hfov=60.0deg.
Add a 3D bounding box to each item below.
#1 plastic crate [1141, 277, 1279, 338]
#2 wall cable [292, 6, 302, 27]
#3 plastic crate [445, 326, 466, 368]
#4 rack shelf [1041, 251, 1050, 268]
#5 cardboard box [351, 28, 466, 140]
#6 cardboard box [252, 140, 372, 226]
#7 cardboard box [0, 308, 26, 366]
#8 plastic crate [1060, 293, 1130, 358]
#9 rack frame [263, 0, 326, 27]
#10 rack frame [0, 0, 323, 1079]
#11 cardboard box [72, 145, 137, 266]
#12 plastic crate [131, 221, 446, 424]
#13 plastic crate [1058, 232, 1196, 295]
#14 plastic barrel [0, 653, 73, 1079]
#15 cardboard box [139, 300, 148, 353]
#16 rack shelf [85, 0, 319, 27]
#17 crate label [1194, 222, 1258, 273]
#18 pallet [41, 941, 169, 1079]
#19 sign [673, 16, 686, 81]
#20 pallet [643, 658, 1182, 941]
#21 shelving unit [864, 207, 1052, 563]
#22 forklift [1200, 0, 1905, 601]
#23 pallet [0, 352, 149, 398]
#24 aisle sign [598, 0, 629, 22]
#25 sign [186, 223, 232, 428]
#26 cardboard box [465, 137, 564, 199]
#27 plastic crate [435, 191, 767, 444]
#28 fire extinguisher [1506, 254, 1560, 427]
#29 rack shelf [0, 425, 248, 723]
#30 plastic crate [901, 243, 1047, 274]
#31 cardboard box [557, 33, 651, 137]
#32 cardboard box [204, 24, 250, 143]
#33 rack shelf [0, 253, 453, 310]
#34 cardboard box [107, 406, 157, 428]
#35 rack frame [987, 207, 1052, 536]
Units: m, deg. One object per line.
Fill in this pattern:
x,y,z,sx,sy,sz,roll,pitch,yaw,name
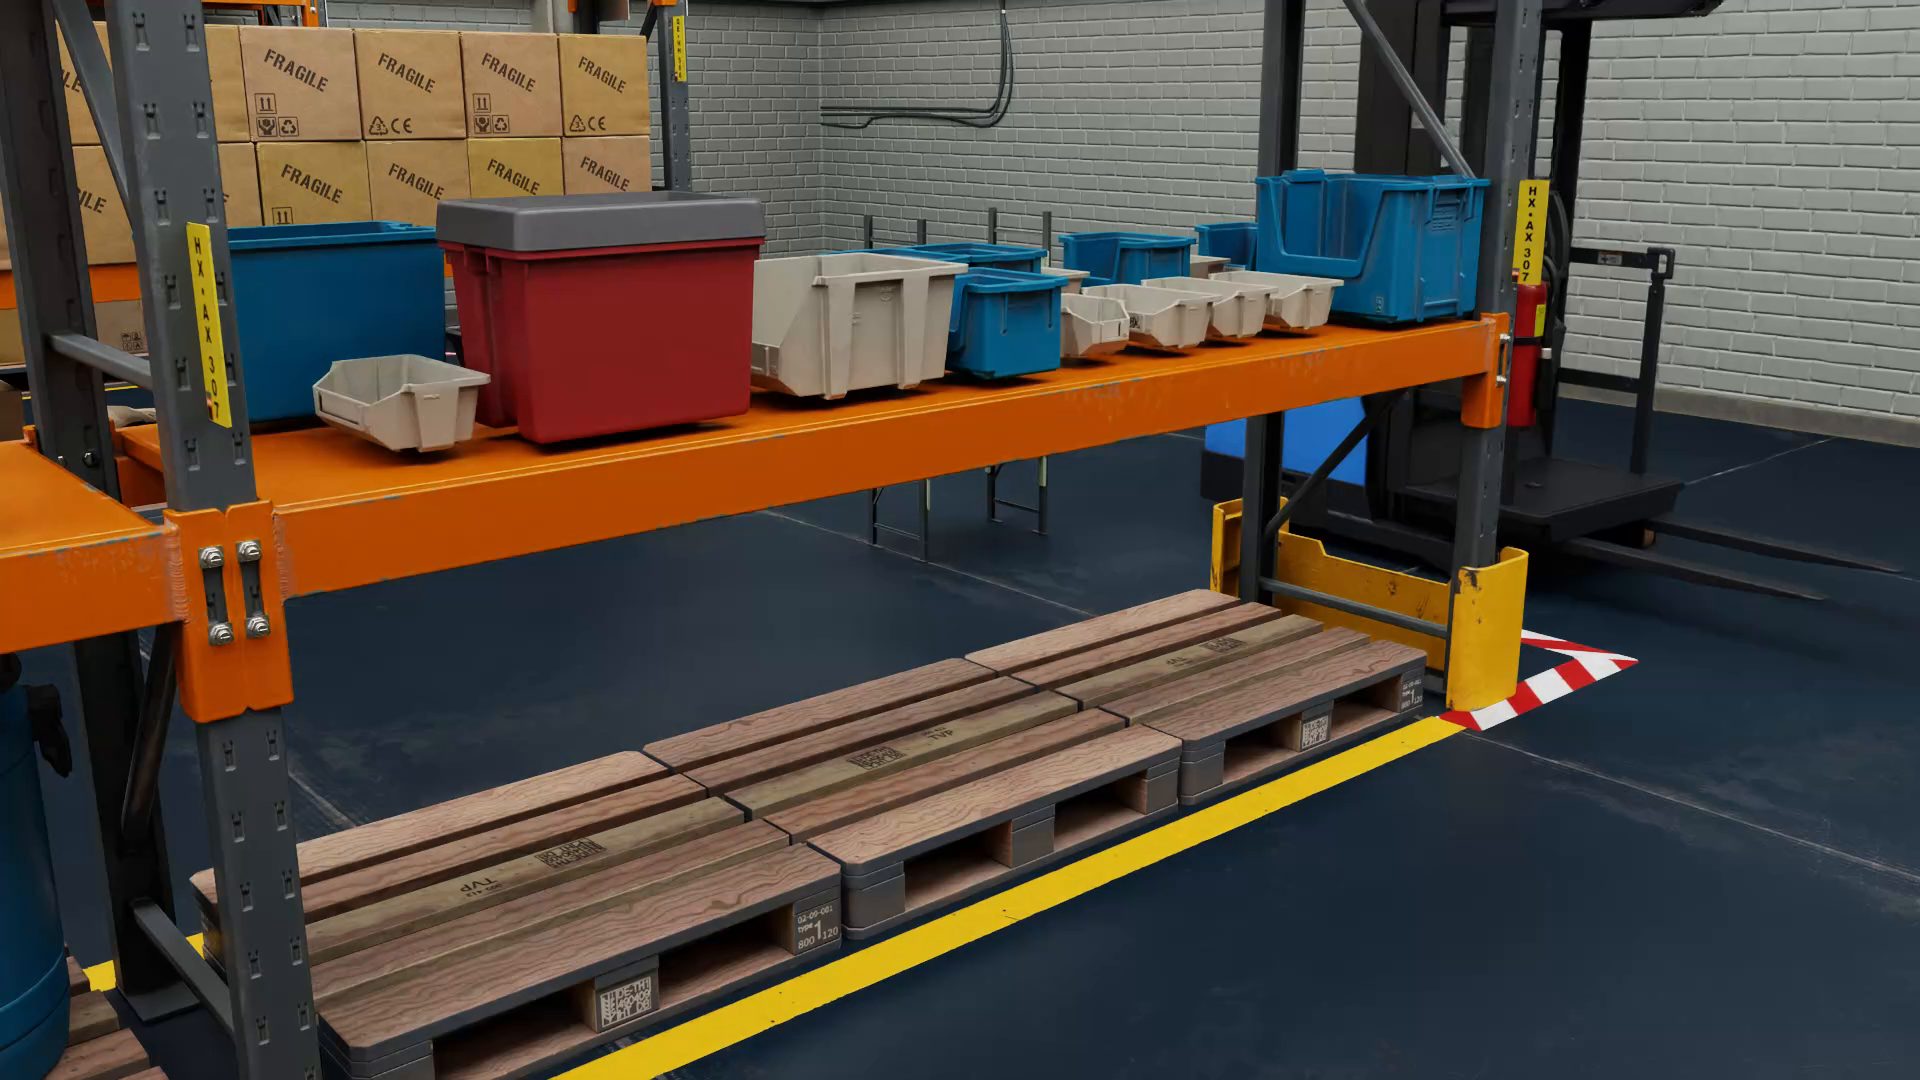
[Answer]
0.710,-0.682,4.887,0.243,0.136,0.396,-13,19,-39,plastic crate
-4.724,-3.821,14.274,1.851,1.984,0.084,-13,19,-39,wall cable
-0.915,-0.461,4.080,0.590,0.125,0.437,-13,19,-39,plastic crate
-0.005,-1.100,7.451,0.720,0.370,0.431,-13,19,-39,rack shelf
-2.738,-2.193,8.018,0.500,0.500,0.500,-12,19,-38,cardboard box
-3.123,-1.628,7.837,0.500,0.500,0.500,-13,20,-40,cardboard box
-6.685,-1.525,11.675,0.500,0.500,0.700,-12,19,-38,cardboard box
0.305,-0.577,4.491,0.250,0.136,0.298,-13,19,-39,plastic crate
-5.069,-2.929,12.904,0.127,3.000,1.000,-13,19,-39,rack frame
-1.583,-0.323,3.146,0.127,3.000,1.000,-13,19,-39,rack frame
-3.884,-1.457,7.198,0.500,0.500,0.500,-12,19,-38,cardboard box
-1.455,-0.490,3.685,0.575,0.384,0.392,-13,19,-39,plastic crate
0.535,-0.859,5.363,0.300,0.233,0.416,-13,19,-39,plastic crate
-2.005,0.577,3.030,0.708,0.901,0.600,-13,19,-39,plastic barrel
-5.909,-1.702,12.338,0.500,0.500,0.700,-13,20,-40,cardboard box
-6.578,-3.692,11.341,4.000,0.370,1.077,-13,19,-39,rack shelf
1.032,-0.971,5.780,0.303,0.233,0.416,-13,19,-39,crate label
-2.192,1.147,3.047,1.213,0.211,1.003,-13,19,-39,pallet
-1.465,-2.566,8.688,0.005,0.325,0.100,-13,19,-39,sign
-0.133,0.684,4.779,1.213,0.211,1.003,-13,19,-39,pallet
-0.005,-0.723,7.552,0.755,1.500,0.431,-13,19,-39,shelving unit
2.490,-1.345,7.104,1.130,2.935,3.031,-11,19,-36,forklift
-6.541,-1.226,11.930,1.213,0.211,1.003,-13,19,-39,pallet
-1.956,-3.290,9.218,0.004,0.787,0.394,-13,19,-39,aisle sign
-1.223,-0.349,2.709,0.005,0.325,0.100,-13,19,-39,sign
-2.363,-1.796,8.469,0.500,0.500,0.500,-12,19,-39,cardboard box
-0.745,-0.485,3.514,0.583,0.464,0.402,-13,19,-39,plastic crate
1.847,-0.720,5.506,0.183,0.674,0.296,-13,19,-39,fire extinguisher
-3.092,0.363,1.971,4.000,0.370,1.077,-13,19,-39,rack shelf
0.039,-0.748,4.945,0.300,0.233,0.416,-13,19,-39,plastic crate
-1.970,-2.368,8.671,0.500,0.500,0.500,-13,20,-40,cardboard box
-3.515,-2.019,7.364,0.500,0.500,0.500,-13,20,-41,cardboard box
-3.323,-1.279,8.120,4.000,0.370,1.077,-13,19,-39,rack shelf
-4.022,-0.480,8.093,0.500,0.311,0.500,-13,19,-39,cardboard box
0.271,-0.785,7.784,0.023,1.500,0.400,-13,19,-39,rack frame
